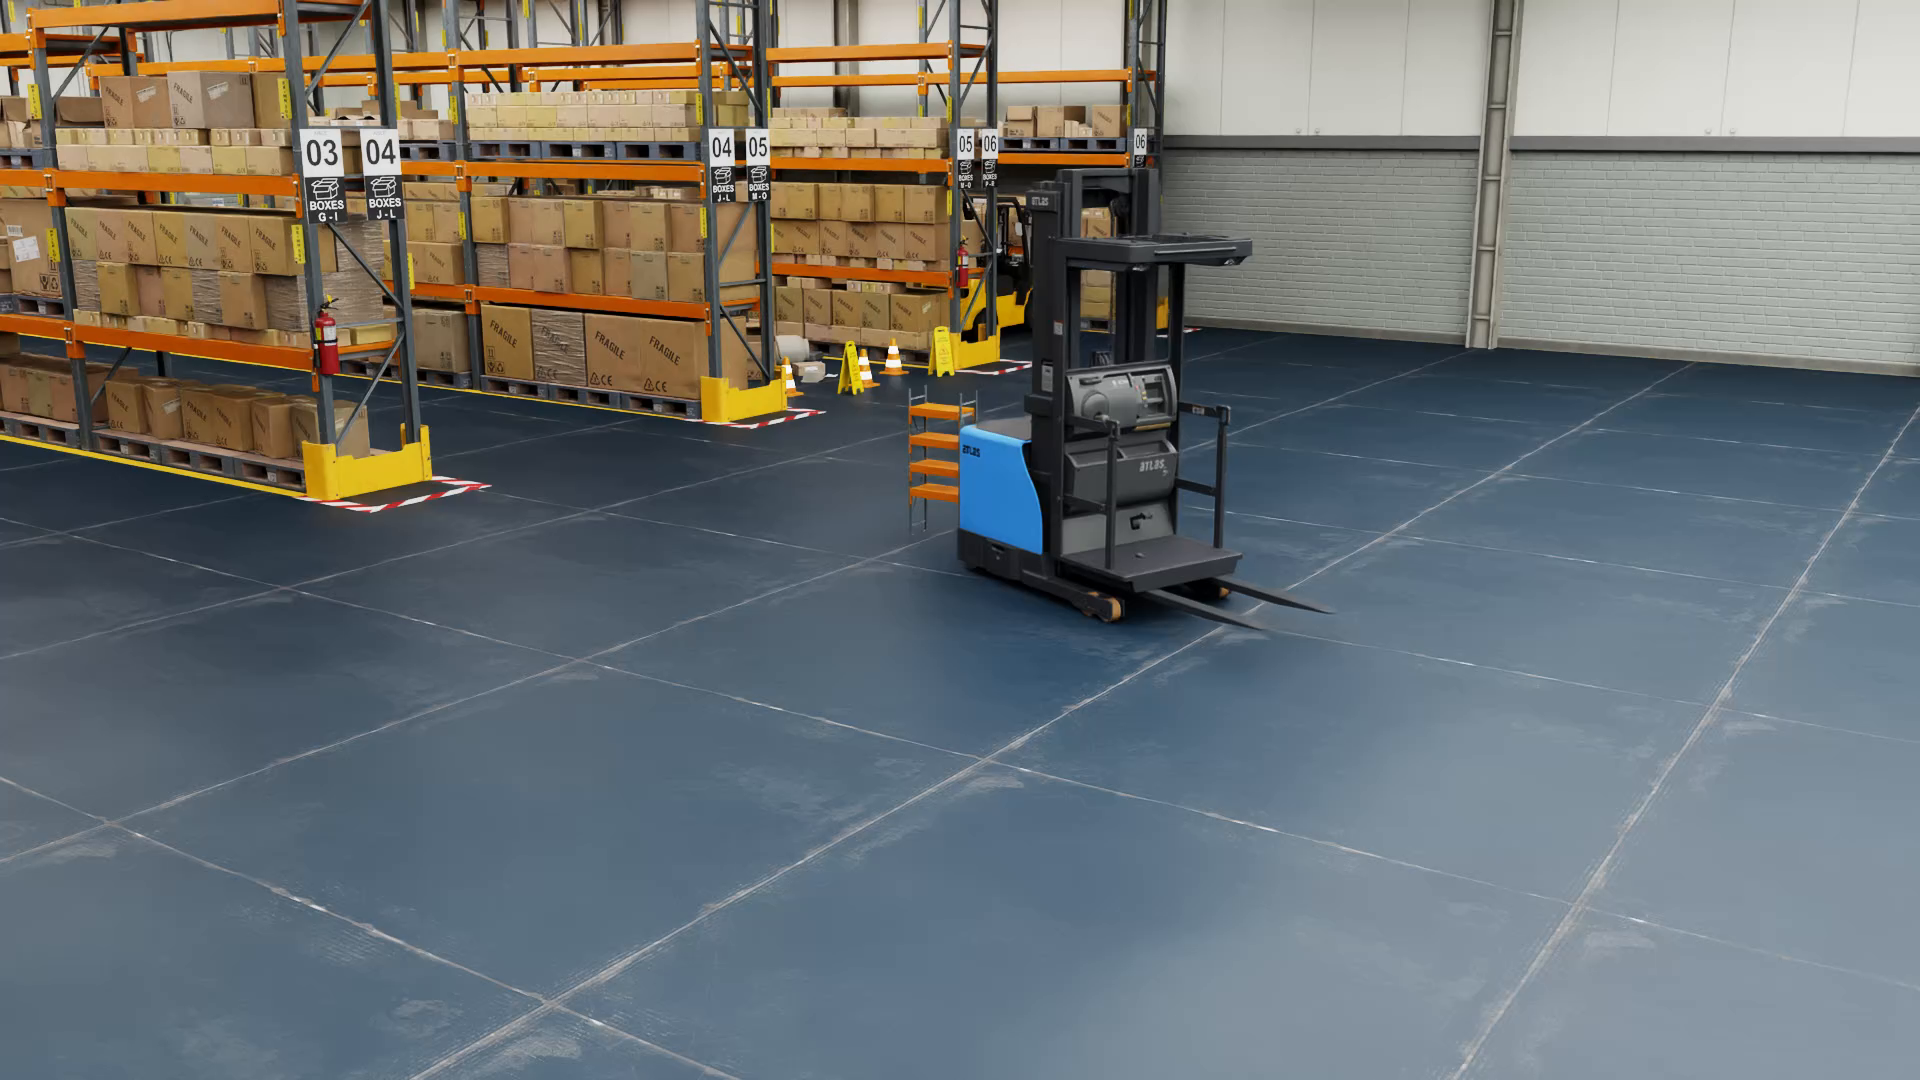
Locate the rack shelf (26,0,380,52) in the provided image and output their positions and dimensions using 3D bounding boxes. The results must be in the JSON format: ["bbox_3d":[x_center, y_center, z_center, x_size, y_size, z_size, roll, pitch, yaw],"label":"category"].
[{"bbox_3d":[-7.004,-4.758,15.319,4.000,0.370,1.077,9,17,33],"label":"rack shelf"}]

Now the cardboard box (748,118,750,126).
[{"bbox_3d":[-3.054,-6.054,24.159,0.250,0.149,0.380,9,16,32],"label":"cardboard box"}]

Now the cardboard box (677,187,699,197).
[{"bbox_3d":[-4.284,-5.411,25.888,0.250,0.149,0.380,10,17,36],"label":"cardboard box"}]

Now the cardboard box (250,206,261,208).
[{"bbox_3d":[-12.852,-5.977,31.016,0.500,0.500,0.500,9,17,32],"label":"cardboard box"}]

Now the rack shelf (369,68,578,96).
[{"bbox_3d":[-8.111,-7.614,27.683,4.000,0.370,1.077,9,17,33],"label":"rack shelf"}]

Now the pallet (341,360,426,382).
[{"bbox_3d":[-7.510,-2.338,22.329,1.213,0.211,1.003,9,17,33],"label":"pallet"}]

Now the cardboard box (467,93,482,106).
[{"bbox_3d":[-5.699,-5.297,20.017,0.250,0.149,0.380,9,17,33],"label":"cardboard box"}]

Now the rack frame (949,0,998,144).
[{"bbox_3d":[0.186,-6.816,22.131,0.127,3.000,1.000,9,17,33],"label":"rack frame"}]

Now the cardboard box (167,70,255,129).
[{"bbox_3d":[-6.772,-3.977,15.037,0.500,0.500,0.500,9,17,33],"label":"cardboard box"}]

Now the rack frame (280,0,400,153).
[{"bbox_3d":[-5.344,-4.840,14.148,0.127,3.000,1.000,9,17,33],"label":"rack frame"}]

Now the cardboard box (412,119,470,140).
[{"bbox_3d":[-6.487,-5.138,20.826,0.500,0.250,0.500,9,17,33],"label":"cardboard box"}]

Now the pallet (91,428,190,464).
[{"bbox_3d":[-8.087,-1.028,17.036,1.213,0.211,1.003,9,17,33],"label":"pallet"}]

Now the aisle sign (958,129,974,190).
[{"bbox_3d":[0.076,-5.100,22.272,0.004,0.787,0.394,9,17,33],"label":"aisle sign"}]

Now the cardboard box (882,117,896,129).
[{"bbox_3d":[-0.855,-5.729,22.844,0.250,0.149,0.380,9,17,33],"label":"cardboard box"}]

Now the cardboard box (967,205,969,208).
[{"bbox_3d":[0.200,-5.635,28.286,0.250,0.149,0.380,9,17,33],"label":"cardboard box"}]

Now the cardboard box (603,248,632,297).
[{"bbox_3d":[-3.689,-3.187,19.641,0.550,0.550,0.875,9,17,33],"label":"cardboard box"}]

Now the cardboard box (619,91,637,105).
[{"bbox_3d":[-3.596,-4.957,18.645,0.250,0.149,0.380,10,17,34],"label":"cardboard box"}]

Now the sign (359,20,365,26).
[{"bbox_3d":[-10.101,-8.848,28.067,0.005,0.325,0.100,9,17,33],"label":"sign"}]

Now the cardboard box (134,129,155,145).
[{"bbox_3d":[-7.463,-3.769,15.546,0.250,0.149,0.380,9,16,32],"label":"cardboard box"}]

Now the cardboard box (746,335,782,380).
[{"bbox_3d":[-2.684,-2.423,22.064,0.637,0.503,0.797,-1,14,-6],"label":"cardboard box"}]

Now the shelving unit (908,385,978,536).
[{"bbox_3d":[-0.137,-0.605,13.269,0.503,1.200,0.258,9,17,33],"label":"shelving unit"}]

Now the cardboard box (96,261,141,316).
[{"bbox_3d":[-7.929,-2.511,16.396,0.500,0.500,0.875,9,17,33],"label":"cardboard box"}]

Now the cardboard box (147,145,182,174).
[{"bbox_3d":[-7.143,-3.528,15.404,0.500,0.250,0.500,9,16,32],"label":"cardboard box"}]

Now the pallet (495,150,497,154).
[{"bbox_3d":[-7.016,-6.417,27.154,1.003,0.211,1.213,10,17,35],"label":"pallet"}]

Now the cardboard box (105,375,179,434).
[{"bbox_3d":[-8.354,-1.393,17.037,0.500,0.500,0.500,9,16,31],"label":"cardboard box"}]

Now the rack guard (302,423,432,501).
[{"bbox_3d":[-5.408,-0.725,15.211,0.348,0.500,1.175,9,17,33],"label":"rack guard"}]

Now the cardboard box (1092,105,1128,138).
[{"bbox_3d":[2.450,-6.662,26.460,0.500,0.500,0.500,10,17,35],"label":"cardboard box"}]

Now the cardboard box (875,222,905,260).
[{"bbox_3d":[-0.831,-4.183,23.151,0.500,0.500,0.500,9,17,33],"label":"cardboard box"}]

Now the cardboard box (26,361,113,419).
[{"bbox_3d":[-9.546,-1.619,17.907,0.500,0.500,0.700,9,17,32],"label":"cardboard box"}]

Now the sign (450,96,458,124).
[{"bbox_3d":[-6.106,-5.190,20.074,0.005,0.325,0.100,9,17,33],"label":"sign"}]

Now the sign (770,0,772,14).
[{"bbox_3d":[-2.815,-7.950,24.603,0.005,0.325,0.100,9,17,33],"label":"sign"}]

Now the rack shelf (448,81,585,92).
[{"bbox_3d":[-8.663,-9.333,33.802,4.000,0.370,1.077,9,17,33],"label":"rack shelf"}]

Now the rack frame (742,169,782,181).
[{"bbox_3d":[-3.685,-5.967,31.186,0.127,3.000,1.000,9,17,33],"label":"rack frame"}]

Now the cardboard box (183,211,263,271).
[{"bbox_3d":[-6.770,-2.764,15.340,0.500,0.500,0.500,9,17,33],"label":"cardboard box"}]

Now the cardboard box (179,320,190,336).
[{"bbox_3d":[-7.168,-2.031,15.807,0.250,0.149,0.380,9,17,33],"label":"cardboard box"}]

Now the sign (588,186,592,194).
[{"bbox_3d":[-7.300,-6.814,32.807,0.005,0.325,0.100,9,17,33],"label":"sign"}]

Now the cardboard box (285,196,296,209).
[{"bbox_3d":[-8.764,-4.448,22.760,0.500,0.500,0.700,9,17,33],"label":"cardboard box"}]

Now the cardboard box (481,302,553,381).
[{"bbox_3d":[-5.329,-2.514,20.784,0.875,0.875,0.875,9,17,34],"label":"cardboard box"}]

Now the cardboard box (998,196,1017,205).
[{"bbox_3d":[0.847,-5.680,27.847,0.250,0.149,0.380,9,17,33],"label":"cardboard box"}]

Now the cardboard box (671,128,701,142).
[{"bbox_3d":[-2.957,-4.467,18.324,0.250,0.149,0.380,9,17,33],"label":"cardboard box"}]

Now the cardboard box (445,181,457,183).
[{"bbox_3d":[-8.827,-5.969,28.906,0.500,0.500,0.500,10,17,34],"label":"cardboard box"}]

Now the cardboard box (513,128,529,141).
[{"bbox_3d":[-5.069,-4.808,19.702,0.250,0.149,0.380,9,16,32],"label":"cardboard box"}]

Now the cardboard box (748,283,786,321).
[{"bbox_3d":[-2.794,-3.541,24.671,0.500,0.500,0.500,10,17,35],"label":"cardboard box"}]

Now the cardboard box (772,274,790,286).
[{"bbox_3d":[-2.724,-3.827,24.477,0.250,0.149,0.380,9,17,34],"label":"cardboard box"}]

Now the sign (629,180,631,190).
[{"bbox_3d":[-6.697,-7.177,33.662,0.005,0.325,0.100,9,17,33],"label":"sign"}]

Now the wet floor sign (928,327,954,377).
[{"bbox_3d":[-0.253,-2.522,22.170,0.267,0.644,0.232,-10,17,-35],"label":"wet floor sign"}]

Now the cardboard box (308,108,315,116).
[{"bbox_3d":[-11.501,-7.506,29.872,0.500,0.500,0.500,10,17,34],"label":"cardboard box"}]

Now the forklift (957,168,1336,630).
[{"bbox_3d":[1.244,-1.002,11.272,1.130,2.935,3.031,-10,17,-34],"label":"forklift"}]

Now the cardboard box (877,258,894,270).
[{"bbox_3d":[-0.947,-3.869,23.231,0.250,0.149,0.380,10,17,34],"label":"cardboard box"}]

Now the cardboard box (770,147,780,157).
[{"bbox_3d":[-2.558,-5.626,24.090,0.250,0.149,0.380,9,17,33],"label":"cardboard box"}]

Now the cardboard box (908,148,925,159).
[{"bbox_3d":[-0.491,-5.257,22.598,0.250,0.149,0.380,9,17,33],"label":"cardboard box"}]

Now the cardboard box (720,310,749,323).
[{"bbox_3d":[-3.569,-3.439,25.566,0.625,0.372,0.950,9,17,34],"label":"cardboard box"}]

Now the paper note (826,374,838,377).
[{"bbox_3d":[-1.709,-2.193,22.117,0.142,0.019,0.148,3,14,14],"label":"paper note"}]

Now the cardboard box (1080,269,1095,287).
[{"bbox_3d":[1.970,-4.316,27.281,0.500,0.250,0.500,10,17,34],"label":"cardboard box"}]
